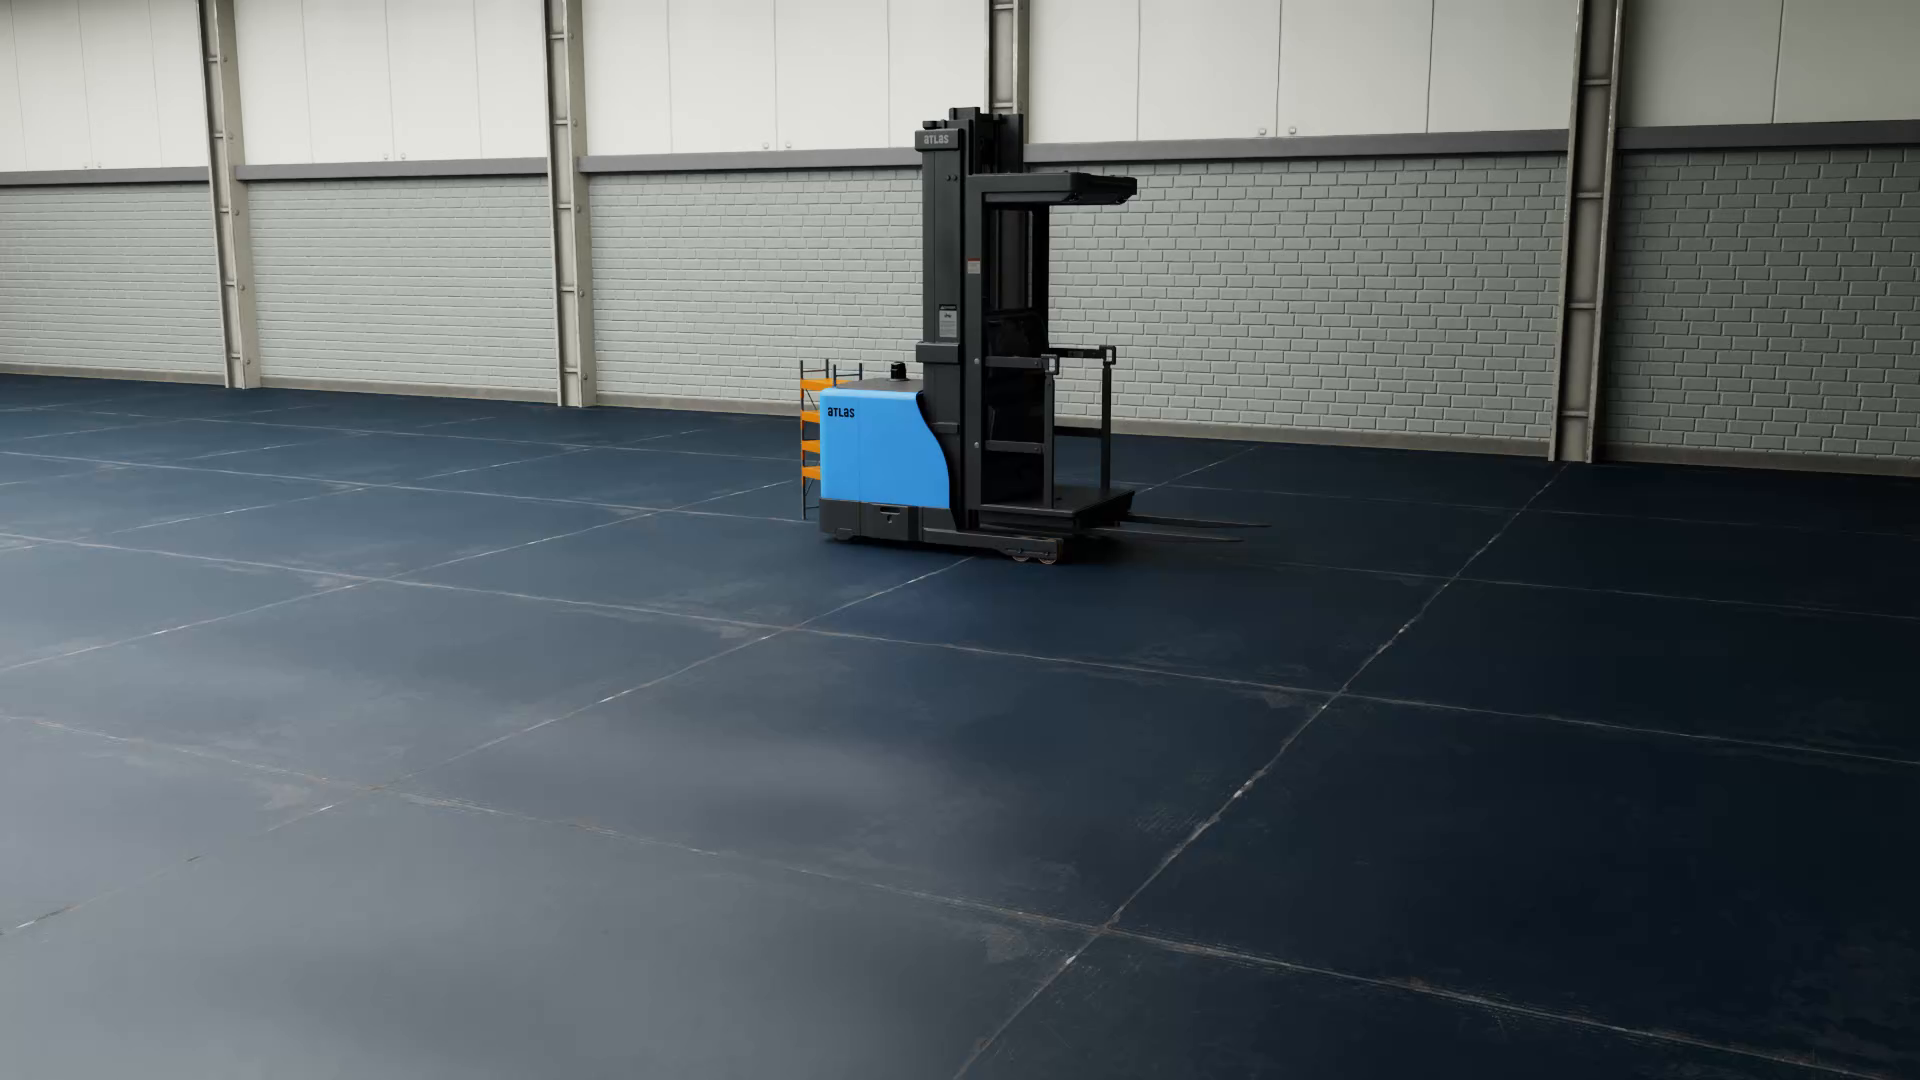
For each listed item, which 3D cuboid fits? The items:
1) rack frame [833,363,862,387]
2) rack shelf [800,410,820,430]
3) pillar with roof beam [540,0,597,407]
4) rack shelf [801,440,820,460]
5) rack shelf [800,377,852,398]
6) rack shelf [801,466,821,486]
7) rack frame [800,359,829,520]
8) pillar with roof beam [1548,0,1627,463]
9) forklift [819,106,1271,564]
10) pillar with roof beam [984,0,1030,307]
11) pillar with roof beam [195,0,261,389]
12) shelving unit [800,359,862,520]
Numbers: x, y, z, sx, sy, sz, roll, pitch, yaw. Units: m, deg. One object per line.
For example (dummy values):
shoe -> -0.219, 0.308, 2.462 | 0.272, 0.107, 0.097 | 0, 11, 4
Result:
rack frame -> -0.815, -0.687, 12.154 | 0.240, 1.200, 0.015 | -7, 12, -34
rack shelf -> -0.953, -0.876, 12.325 | 0.258, 0.148, 0.480 | -7, 12, -34
pillar with roof beam -> -6.782, -5.457, 16.612 | 0.400, 9.000, 9.100 | 5, 11, 26
rack shelf -> -0.953, -0.656, 12.364 | 0.258, 0.148, 0.480 | -7, 12, -34
rack shelf -> -0.953, -1.109, 12.282 | 0.258, 0.148, 0.480 | -7, 12, -34
rack shelf -> -0.953, -0.461, 12.400 | 0.258, 0.148, 0.480 | -7, 12, -34
rack frame -> -1.091, -0.758, 12.550 | 0.240, 1.200, 0.015 | -7, 12, -34
pillar with roof beam -> 3.979, -4.511, 11.387 | 0.400, 9.000, 9.100 | 5, 11, 26
forklift -> 0.562, -1.392, 11.190 | 3.031, 2.935, 1.130 | 5, 11, 26
pillar with roof beam -> -1.401, -4.984, 13.999 | 0.400, 9.000, 9.100 | 5, 11, 26
pillar with roof beam -> -12.163, -5.929, 19.224 | 0.400, 9.000, 9.100 | 5, 11, 26
shelving unit -> -0.953, -0.722, 12.352 | 0.258, 1.200, 0.503 | -7, 12, -34
